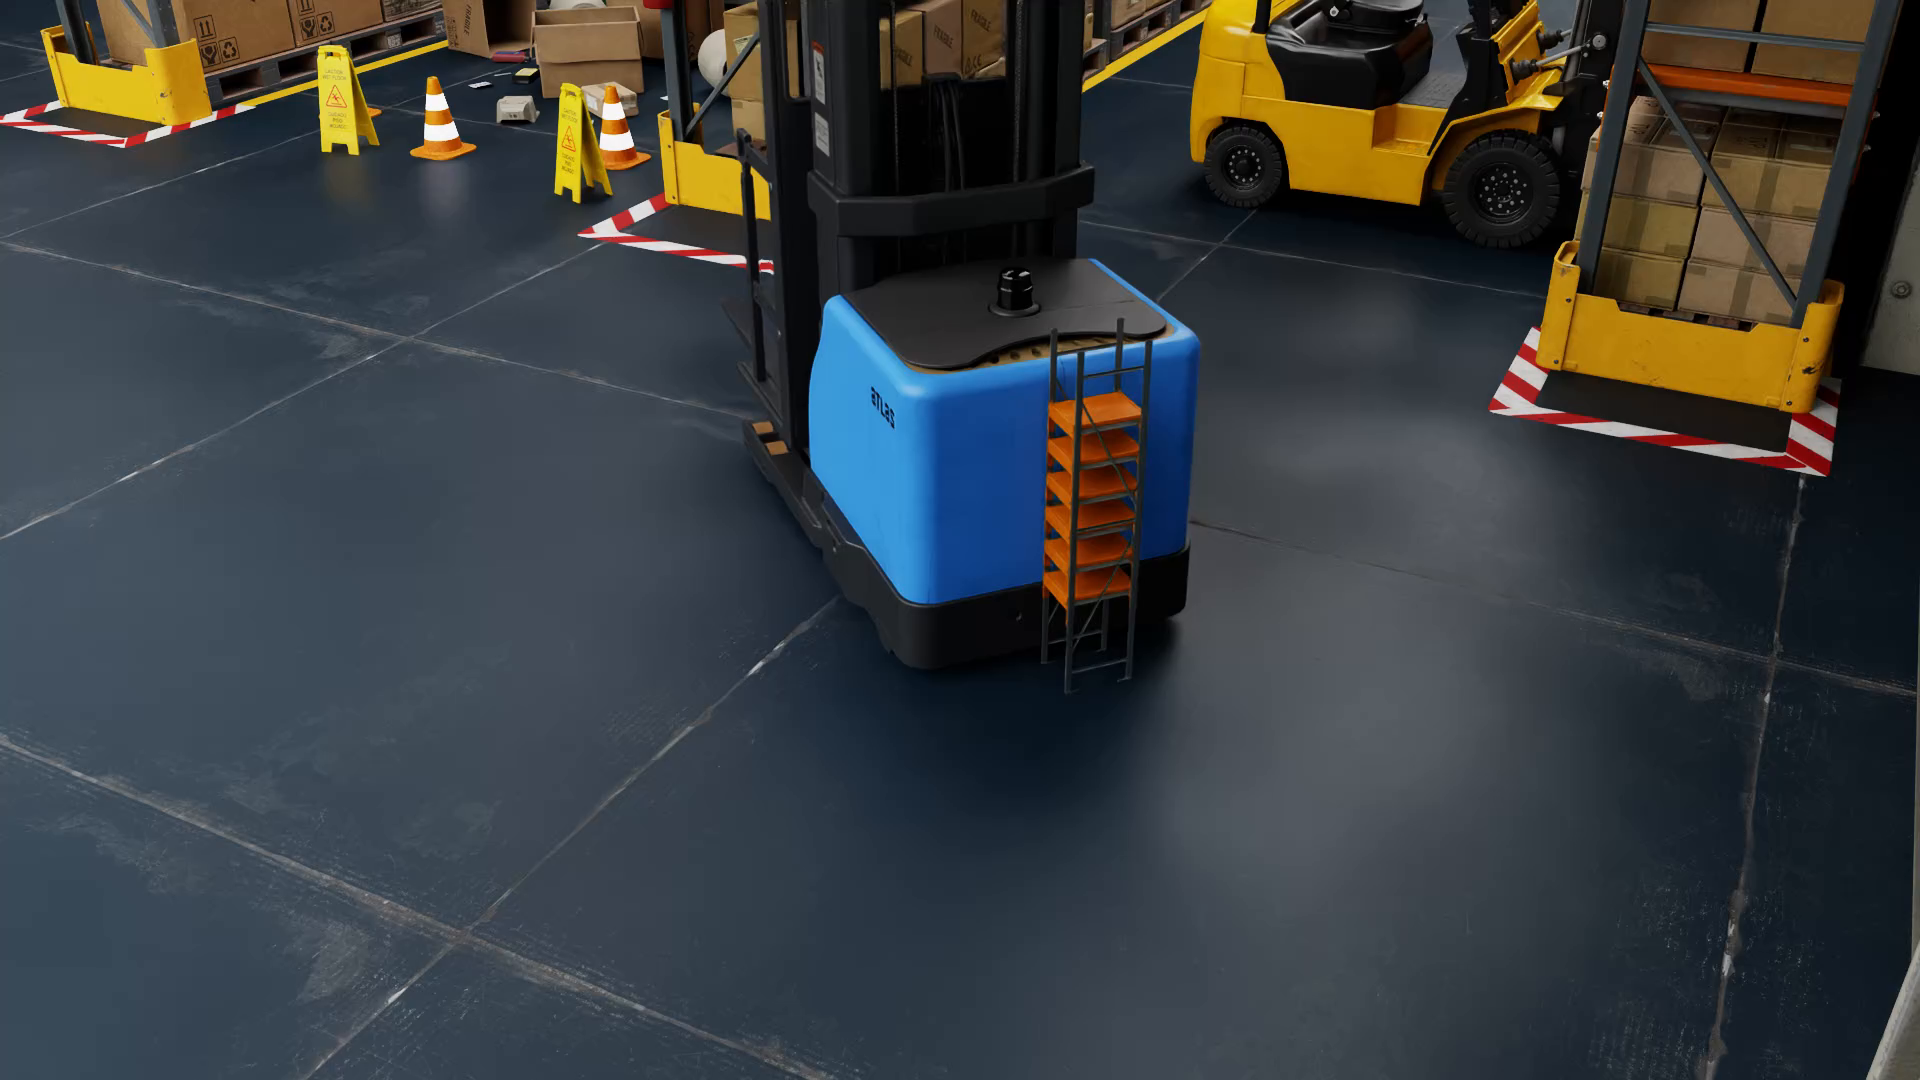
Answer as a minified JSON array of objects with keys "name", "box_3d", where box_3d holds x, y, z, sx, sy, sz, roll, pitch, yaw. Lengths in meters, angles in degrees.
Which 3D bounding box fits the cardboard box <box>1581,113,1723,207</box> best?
[{"name":"cardboard box","box_3d":[3.176,-1.754,7.628,0.500,0.250,0.500,15,33,25]}]

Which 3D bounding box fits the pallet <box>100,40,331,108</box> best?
[{"name":"pallet","box_3d":[-5.335,-3.421,11.996,1.003,0.211,1.213,14,33,23]}]

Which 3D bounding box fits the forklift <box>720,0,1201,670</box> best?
[{"name":"forklift","box_3d":[-0.241,-1.570,6.041,1.130,2.935,3.031,-11,32,-19]}]

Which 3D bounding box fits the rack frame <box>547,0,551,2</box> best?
[{"name":"rack frame","box_3d":[-3.807,-6.032,13.741,1.000,3.000,0.127,14,33,23]}]

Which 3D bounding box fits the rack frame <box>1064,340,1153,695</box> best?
[{"name":"rack frame","box_3d":[0.450,-0.042,5.118,0.240,1.200,0.006,-11,32,-19]}]

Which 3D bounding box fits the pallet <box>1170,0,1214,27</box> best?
[{"name":"pallet","box_3d":[1.553,-4.633,14.105,1.003,0.211,1.213,14,33,23]}]

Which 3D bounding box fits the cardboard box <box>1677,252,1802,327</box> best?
[{"name":"cardboard box","box_3d":[3.641,-1.219,7.700,0.500,0.250,0.500,14,33,23]}]

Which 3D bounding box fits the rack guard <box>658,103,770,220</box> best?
[{"name":"rack guard","box_3d":[-1.142,-2.130,9.457,1.175,0.500,0.348,14,33,23]}]

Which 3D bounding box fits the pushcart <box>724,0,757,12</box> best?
[{"name":"pushcart","box_3d":[-1.407,-4.311,13.379,1.648,0.377,0.936,4,30,6]}]

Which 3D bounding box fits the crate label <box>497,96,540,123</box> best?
[{"name":"crate label","box_3d":[-2.970,-2.886,11.138,0.250,0.136,0.298,-1,30,-3]}]

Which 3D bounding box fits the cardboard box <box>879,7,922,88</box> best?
[{"name":"cardboard box","box_3d":[-0.553,-2.801,9.701,0.500,0.500,0.500,13,32,22]}]

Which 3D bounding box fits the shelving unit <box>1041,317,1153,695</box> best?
[{"name":"shelving unit","box_3d":[0.416,-0.084,5.192,0.258,1.200,0.189,-11,32,-19]}]

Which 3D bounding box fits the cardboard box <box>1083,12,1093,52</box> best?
[{"name":"cardboard box","box_3d":[0.615,-3.620,11.881,0.500,0.250,0.500,16,33,25]}]

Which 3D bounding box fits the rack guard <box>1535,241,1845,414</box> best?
[{"name":"rack guard","box_3d":[3.233,-0.961,7.422,1.175,0.500,0.348,14,33,23]}]

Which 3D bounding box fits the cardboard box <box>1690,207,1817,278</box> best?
[{"name":"cardboard box","box_3d":[3.643,-1.424,7.555,0.500,0.250,0.500,15,33,24]}]

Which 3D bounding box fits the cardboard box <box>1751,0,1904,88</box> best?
[{"name":"cardboard box","box_3d":[3.716,-2.256,7.066,0.500,0.500,0.500,15,33,25]}]

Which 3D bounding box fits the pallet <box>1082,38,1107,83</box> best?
[{"name":"pallet","box_3d":[0.371,-3.439,12.026,1.003,0.211,1.213,14,33,23]}]

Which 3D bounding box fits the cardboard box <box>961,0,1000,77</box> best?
[{"name":"cardboard box","box_3d":[-0.083,-3.254,10.491,0.500,0.500,0.500,15,33,24]}]

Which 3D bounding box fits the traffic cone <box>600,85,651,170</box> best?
[{"name":"traffic cone","box_3d":[-2.129,-2.563,10.249,0.336,0.463,0.334,14,33,23]}]

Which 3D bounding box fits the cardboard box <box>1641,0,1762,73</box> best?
[{"name":"cardboard box","box_3d":[3.234,-2.377,7.277,0.500,0.500,0.500,14,33,22]}]

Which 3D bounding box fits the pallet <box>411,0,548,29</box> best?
[{"name":"pallet","box_3d":[-4.223,-4.503,13.880,1.003,0.211,1.213,14,33,23]}]

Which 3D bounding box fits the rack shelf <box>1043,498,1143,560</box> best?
[{"name":"rack shelf","box_3d":[0.416,-0.046,5.214,0.258,0.103,0.180,-11,32,-19]}]

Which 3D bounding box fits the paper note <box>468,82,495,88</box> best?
[{"name":"paper note","box_3d":[-3.423,-3.262,11.901,0.142,0.017,0.144,-25,38,-36]}]

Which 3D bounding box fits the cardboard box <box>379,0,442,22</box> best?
[{"name":"cardboard box","box_3d":[-4.563,-4.629,13.011,0.875,0.875,0.875,15,33,24]}]

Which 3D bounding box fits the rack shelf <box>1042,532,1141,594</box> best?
[{"name":"rack shelf","box_3d":[0.416,0.058,5.274,0.258,0.103,0.180,-11,32,-19]}]

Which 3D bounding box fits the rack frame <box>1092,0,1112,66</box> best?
[{"name":"rack frame","box_3d":[0.645,-4.954,11.864,1.000,3.000,0.127,14,33,23]}]

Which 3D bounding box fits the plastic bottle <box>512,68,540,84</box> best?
[{"name":"plastic bottle","box_3d":[-3.137,-3.375,12.066,0.133,0.061,0.283,4,30,6]}]

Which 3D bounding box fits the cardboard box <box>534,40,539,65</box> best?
[{"name":"cardboard box","box_3d":[-2.951,-3.666,12.368,0.396,0.266,0.258,21,36,32]}]

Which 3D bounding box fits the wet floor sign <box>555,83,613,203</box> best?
[{"name":"wet floor sign","box_3d":[-2.216,-2.318,9.638,0.232,0.644,0.267,-25,38,-36]}]

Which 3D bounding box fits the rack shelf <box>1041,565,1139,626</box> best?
[{"name":"rack shelf","box_3d":[0.416,0.162,5.334,0.258,0.103,0.180,-11,32,-19]}]

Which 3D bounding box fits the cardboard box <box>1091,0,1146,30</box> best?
[{"name":"cardboard box","box_3d":[0.882,-4.229,12.820,0.950,0.372,0.625,15,33,24]}]

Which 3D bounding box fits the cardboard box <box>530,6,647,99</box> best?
[{"name":"cardboard box","box_3d":[-2.631,-3.451,11.754,0.797,0.503,0.637,-7,31,-11]}]

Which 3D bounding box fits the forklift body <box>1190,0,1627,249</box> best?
[{"name":"forklift body","box_3d":[2.483,-2.942,9.214,2.313,2.155,1.214,14,33,23]}]

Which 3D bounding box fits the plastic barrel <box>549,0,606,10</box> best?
[{"name":"plastic barrel","box_3d":[-2.959,-4.064,12.901,0.421,0.421,0.512,-12,32,-20]}]

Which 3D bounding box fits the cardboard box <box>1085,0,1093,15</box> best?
[{"name":"cardboard box","box_3d":[0.615,-3.945,11.695,0.500,0.500,0.500,14,33,23]}]

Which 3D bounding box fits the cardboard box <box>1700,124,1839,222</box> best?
[{"name":"cardboard box","box_3d":[3.631,-1.649,7.445,0.500,0.250,0.500,14,33,23]}]

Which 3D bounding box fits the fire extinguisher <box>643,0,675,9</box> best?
[{"name":"fire extinguisher","box_3d":[-1.639,-3.201,8.889,0.296,0.674,0.183,14,33,23]}]

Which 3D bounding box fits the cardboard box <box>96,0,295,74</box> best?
[{"name":"cardboard box","box_3d":[-5.379,-3.835,11.628,0.875,0.875,0.875,14,33,24]}]

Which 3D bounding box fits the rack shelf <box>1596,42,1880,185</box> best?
[{"name":"rack shelf","box_3d":[4.155,-2.631,8.541,1.077,0.370,4.000,14,33,23]}]

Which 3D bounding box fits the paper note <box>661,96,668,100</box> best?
[{"name":"paper note","box_3d":[-1.998,-3.101,11.631,0.142,0.019,0.148,-25,38,-36]}]

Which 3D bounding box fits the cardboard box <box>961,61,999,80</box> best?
[{"name":"cardboard box","box_3d":[-0.087,-2.934,10.687,0.500,0.250,0.500,17,34,27]}]
